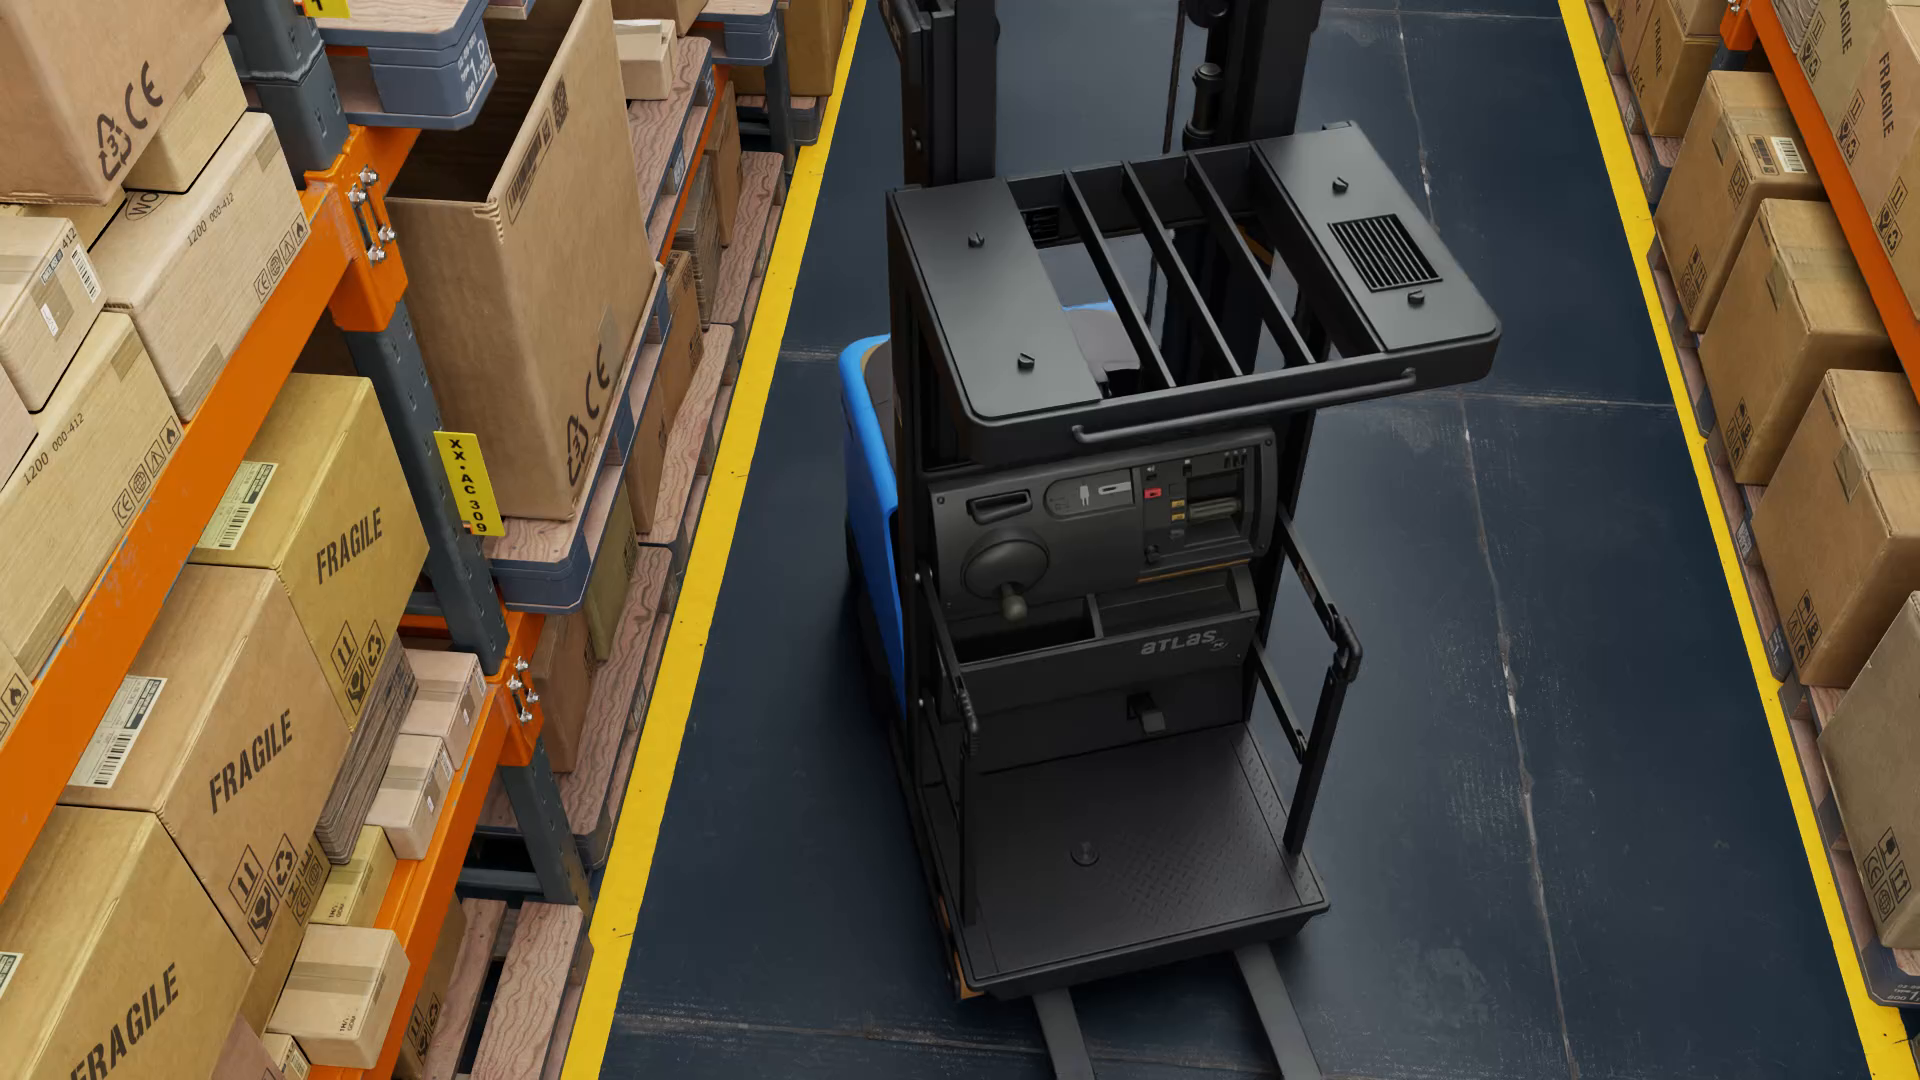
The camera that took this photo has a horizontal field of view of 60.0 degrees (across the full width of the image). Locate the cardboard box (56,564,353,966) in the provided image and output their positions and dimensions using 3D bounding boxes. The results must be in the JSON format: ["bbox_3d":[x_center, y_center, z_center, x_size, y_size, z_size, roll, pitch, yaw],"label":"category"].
[{"bbox_3d":[-1.457,0.383,2.920,0.500,0.500,0.500,4,48,4],"label":"cardboard box"}]

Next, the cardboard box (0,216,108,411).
[{"bbox_3d":[-1.440,-0.319,2.308,0.380,0.149,0.250,2,48,2],"label":"cardboard box"}]

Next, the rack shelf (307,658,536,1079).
[{"bbox_3d":[-1.828,1.851,3.012,1.077,0.370,4.000,4,48,4],"label":"rack shelf"}]

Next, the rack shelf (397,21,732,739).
[{"bbox_3d":[-1.464,-1.089,5.700,1.077,0.370,4.000,4,48,4],"label":"rack shelf"}]

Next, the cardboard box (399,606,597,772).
[{"bbox_3d":[-1.569,0.384,5.262,0.700,0.500,0.500,1,48,1],"label":"cardboard box"}]

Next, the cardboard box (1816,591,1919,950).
[{"bbox_3d":[3.251,0.702,4.816,1.050,0.750,0.750,4,48,3],"label":"cardboard box"}]

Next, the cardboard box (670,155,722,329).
[{"bbox_3d":[-1.360,-1.204,6.714,0.700,0.500,0.500,0,48,0],"label":"cardboard box"}]

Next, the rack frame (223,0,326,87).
[{"bbox_3d":[-1.646,-1.886,1.877,1.000,3.000,0.127,4,48,4],"label":"rack frame"}]

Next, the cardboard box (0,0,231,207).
[{"bbox_3d":[-1.433,-0.829,2.335,0.500,0.500,0.500,3,48,2],"label":"cardboard box"}]

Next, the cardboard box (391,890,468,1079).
[{"bbox_3d":[-1.722,1.131,4.592,0.500,0.500,0.500,3,48,2],"label":"cardboard box"}]

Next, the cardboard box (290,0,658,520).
[{"bbox_3d":[-1.434,-0.780,4.240,1.000,1.000,1.000,4,48,4],"label":"cardboard box"}]

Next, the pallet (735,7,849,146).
[{"bbox_3d":[-1.135,-2.434,8.333,1.003,0.211,1.213,4,48,4],"label":"pallet"}]

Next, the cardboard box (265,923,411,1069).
[{"bbox_3d":[-1.400,0.955,3.514,0.380,0.149,0.250,4,48,4],"label":"cardboard box"}]

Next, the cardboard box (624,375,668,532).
[{"bbox_3d":[-1.456,-0.377,5.958,0.700,0.500,0.500,0,48,0],"label":"cardboard box"}]

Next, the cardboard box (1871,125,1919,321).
[{"bbox_3d":[3.201,-1.005,5.069,0.500,0.500,0.500,3,48,3],"label":"cardboard box"}]

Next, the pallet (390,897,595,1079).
[{"bbox_3d":[-1.672,1.575,4.666,1.003,0.211,1.213,4,48,4],"label":"pallet"}]

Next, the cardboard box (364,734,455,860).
[{"bbox_3d":[-1.405,0.584,3.853,0.380,0.149,0.250,4,48,4],"label":"cardboard box"}]

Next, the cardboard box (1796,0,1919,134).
[{"bbox_3d":[3.295,-1.741,5.742,0.500,0.500,0.500,3,48,3],"label":"cardboard box"}]

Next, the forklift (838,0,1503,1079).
[{"bbox_3d":[0.438,0.062,4.207,1.130,2.935,3.031,-10,48,-9],"label":"forklift"}]

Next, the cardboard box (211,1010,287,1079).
[{"bbox_3d":[-1.775,1.070,2.969,0.875,0.500,0.500,4,48,4],"label":"cardboard box"}]

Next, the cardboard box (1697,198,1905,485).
[{"bbox_3d":[3.427,-0.692,6.090,1.050,0.750,0.750,5,48,4],"label":"cardboard box"}]

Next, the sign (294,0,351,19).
[{"bbox_3d":[-1.105,-1.018,2.765,0.100,0.325,0.005,4,48,4],"label":"sign"}]

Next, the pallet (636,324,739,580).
[{"bbox_3d":[-1.468,-0.392,6.465,1.003,0.211,1.213,4,48,4],"label":"pallet"}]

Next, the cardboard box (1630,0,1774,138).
[{"bbox_3d":[3.448,-2.192,7.632,0.500,0.500,0.500,4,48,3],"label":"cardboard box"}]

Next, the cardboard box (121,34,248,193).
[{"bbox_3d":[-1.388,-0.700,2.656,0.380,0.149,0.250,5,48,5],"label":"cardboard box"}]

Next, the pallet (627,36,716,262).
[{"bbox_3d":[-1.421,-1.279,5.517,1.003,0.211,1.213,4,48,4],"label":"pallet"}]

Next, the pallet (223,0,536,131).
[{"bbox_3d":[-1.484,-1.257,3.461,1.213,0.211,1.003,4,48,4],"label":"pallet"}]

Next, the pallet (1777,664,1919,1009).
[{"bbox_3d":[3.279,0.915,5.270,1.003,0.211,1.213,4,48,4],"label":"pallet"}]

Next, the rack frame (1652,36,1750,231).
[{"bbox_3d":[3.649,-2.393,6.406,1.000,3.000,0.127,4,48,4],"label":"rack frame"}]

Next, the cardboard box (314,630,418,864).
[{"bbox_3d":[-1.749,0.331,3.645,0.875,0.500,0.500,4,48,4],"label":"cardboard box"}]

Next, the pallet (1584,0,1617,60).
[{"bbox_3d":[3.835,-2.920,8.778,1.003,0.211,1.213,4,48,4],"label":"pallet"}]

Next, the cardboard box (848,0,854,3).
[{"bbox_3d":[-1.109,-3.386,8.469,1.225,0.875,0.875,4,48,4],"label":"cardboard box"}]

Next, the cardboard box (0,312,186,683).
[{"bbox_3d":[-1.486,-0.088,2.366,0.500,0.250,0.500,5,48,5],"label":"cardboard box"}]

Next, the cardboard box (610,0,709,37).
[{"bbox_3d":[-1.242,-2.160,5.840,0.700,0.500,0.500,10,48,9],"label":"cardboard box"}]

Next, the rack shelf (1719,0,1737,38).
[{"bbox_3d":[3.831,-3.620,8.016,1.077,0.370,4.000,4,48,4],"label":"rack shelf"}]

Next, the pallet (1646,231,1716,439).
[{"bbox_3d":[3.502,-0.878,6.910,1.003,0.211,1.213,4,48,4],"label":"pallet"}]

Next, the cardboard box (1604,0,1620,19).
[{"bbox_3d":[3.531,-2.963,8.337,0.500,0.500,0.500,2,48,2],"label":"cardboard box"}]
